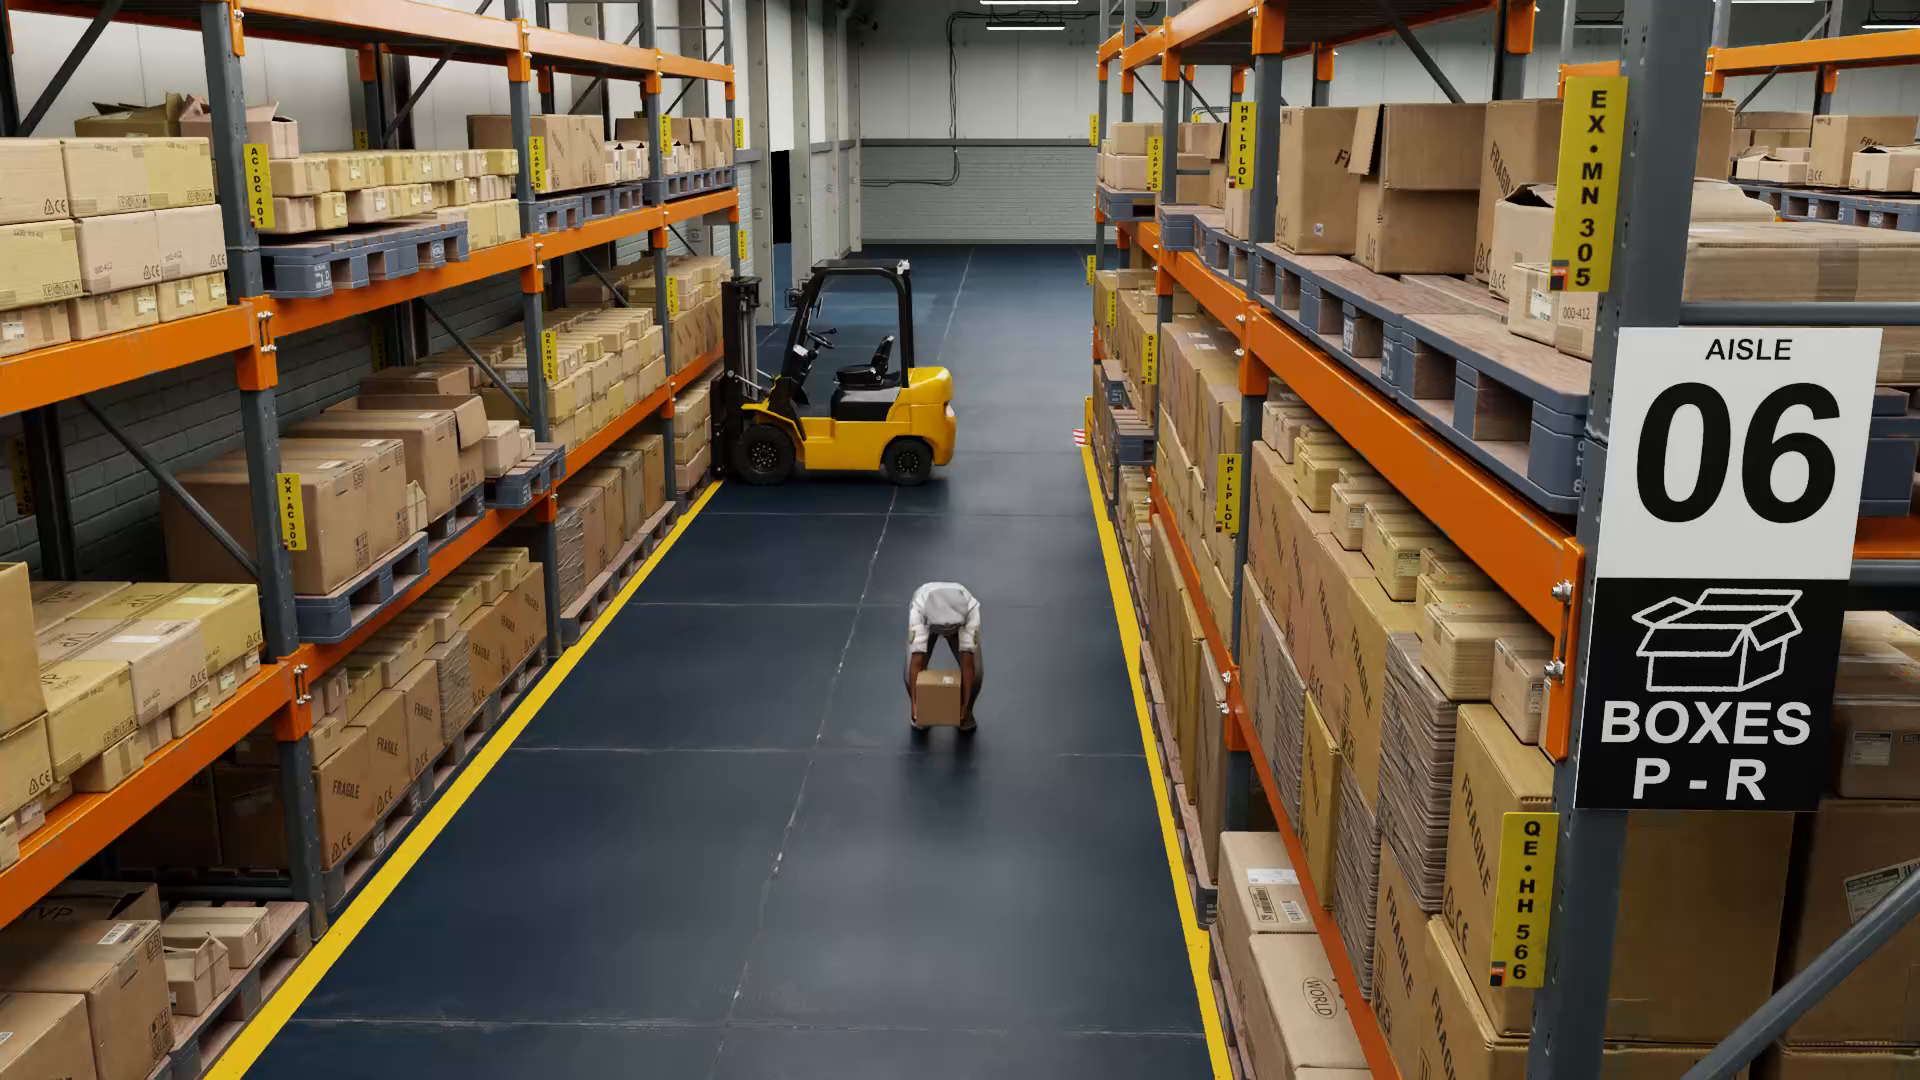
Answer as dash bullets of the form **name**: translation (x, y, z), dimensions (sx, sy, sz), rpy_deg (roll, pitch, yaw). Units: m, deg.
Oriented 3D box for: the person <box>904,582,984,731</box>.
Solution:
- **person**: translation (-0.096, 0.672, 9.728), dimensions (0.471, 0.981, 0.921), rpy_deg (0, 14, -1)
